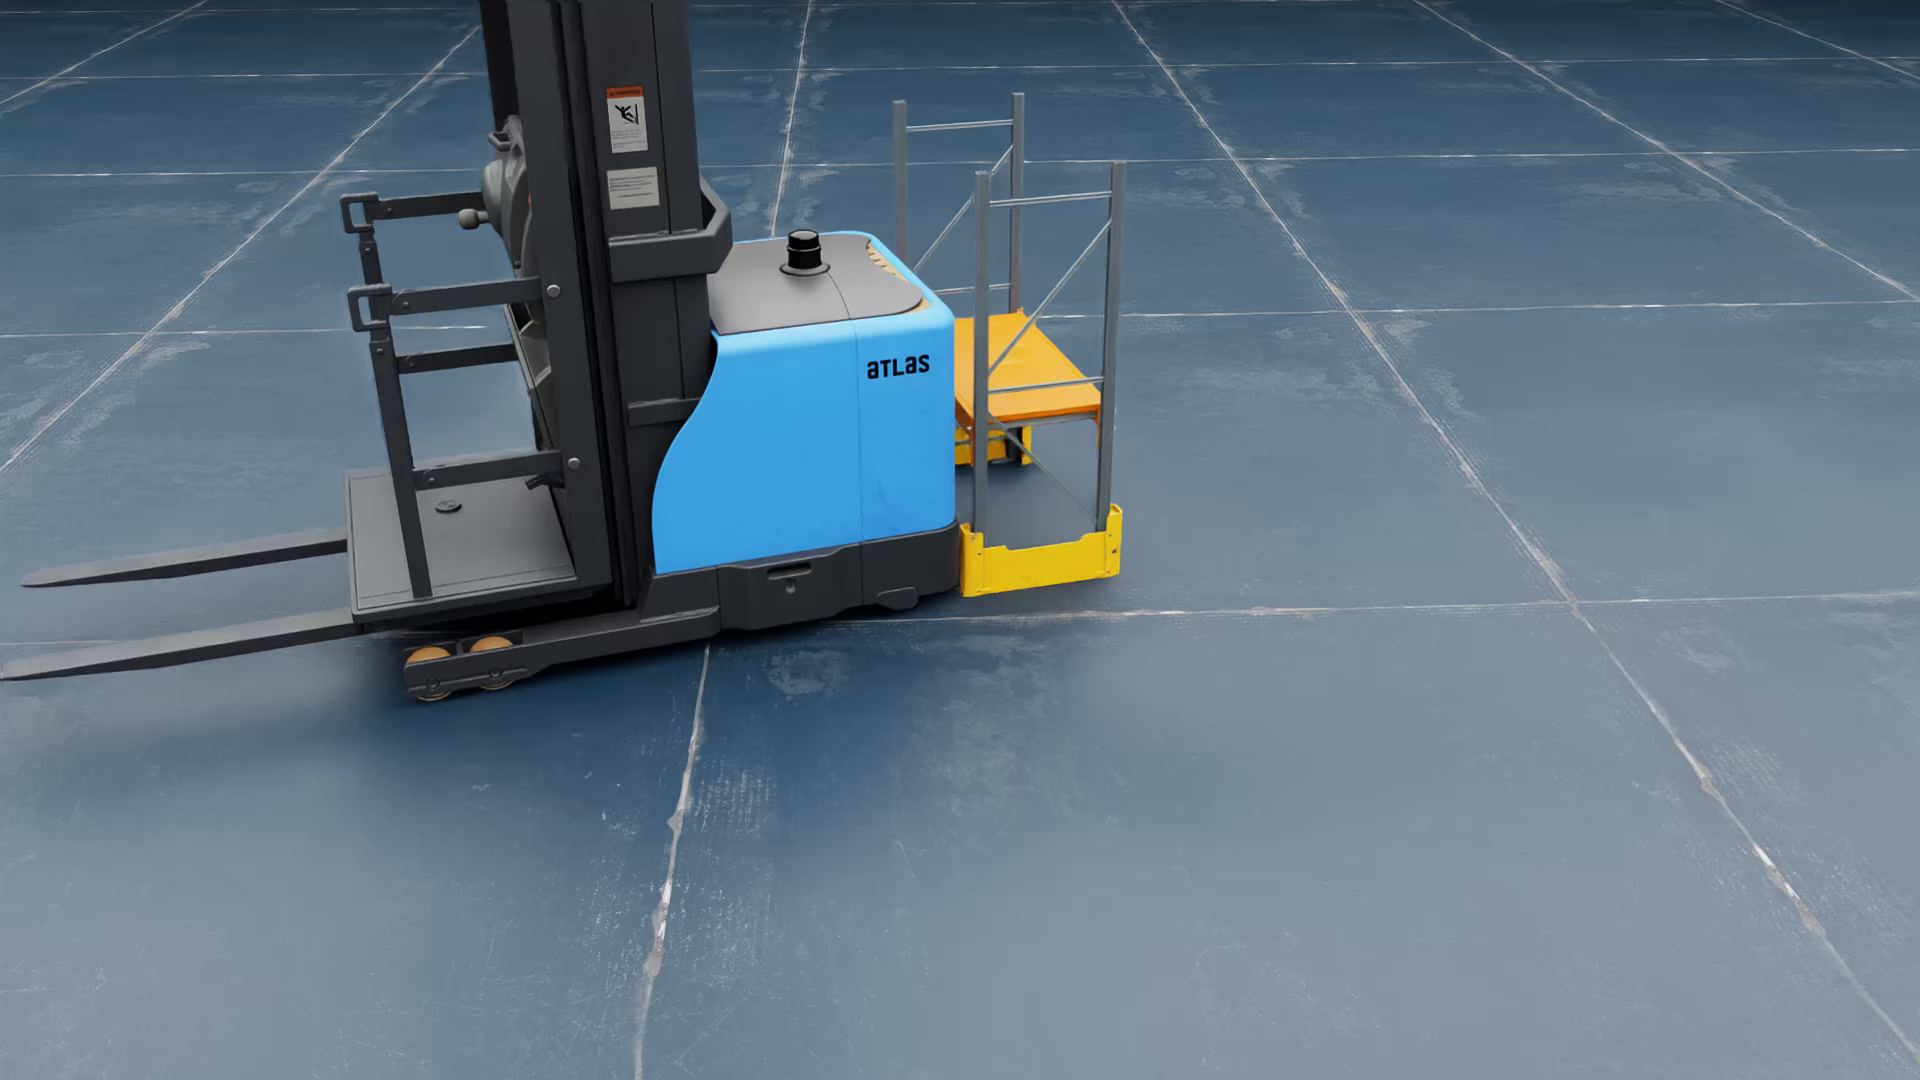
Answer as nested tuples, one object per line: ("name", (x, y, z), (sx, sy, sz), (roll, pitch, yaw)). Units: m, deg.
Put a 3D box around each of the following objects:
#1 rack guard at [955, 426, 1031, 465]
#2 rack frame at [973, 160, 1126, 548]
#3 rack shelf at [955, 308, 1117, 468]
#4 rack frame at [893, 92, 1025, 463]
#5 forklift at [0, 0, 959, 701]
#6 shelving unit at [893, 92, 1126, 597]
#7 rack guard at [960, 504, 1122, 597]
("rack guard", (0.003, -0.406, 6.758), (0.587, 0.250, 0.087), (-8, 29, -15))
("rack frame", (0.289, -0.518, 5.622), (0.500, 1.500, 0.032), (-8, 29, -15))
("rack shelf", (0.143, -0.584, 6.137), (0.538, 0.185, 1.000), (-8, 29, -15))
("rack frame", (-0.003, -0.969, 6.485), (0.500, 1.500, 0.032), (-8, 29, -15))
("forklift", (-1.576, -1.065, 5.123), (3.031, 2.935, 1.130), (-9, 29, -17))
("shelving unit", (0.145, -0.739, 6.046), (0.587, 1.500, 1.083), (-8, 29, -15))
("rack guard", (0.288, 0.035, 5.912), (0.587, 0.250, 0.087), (-8, 29, -15))
